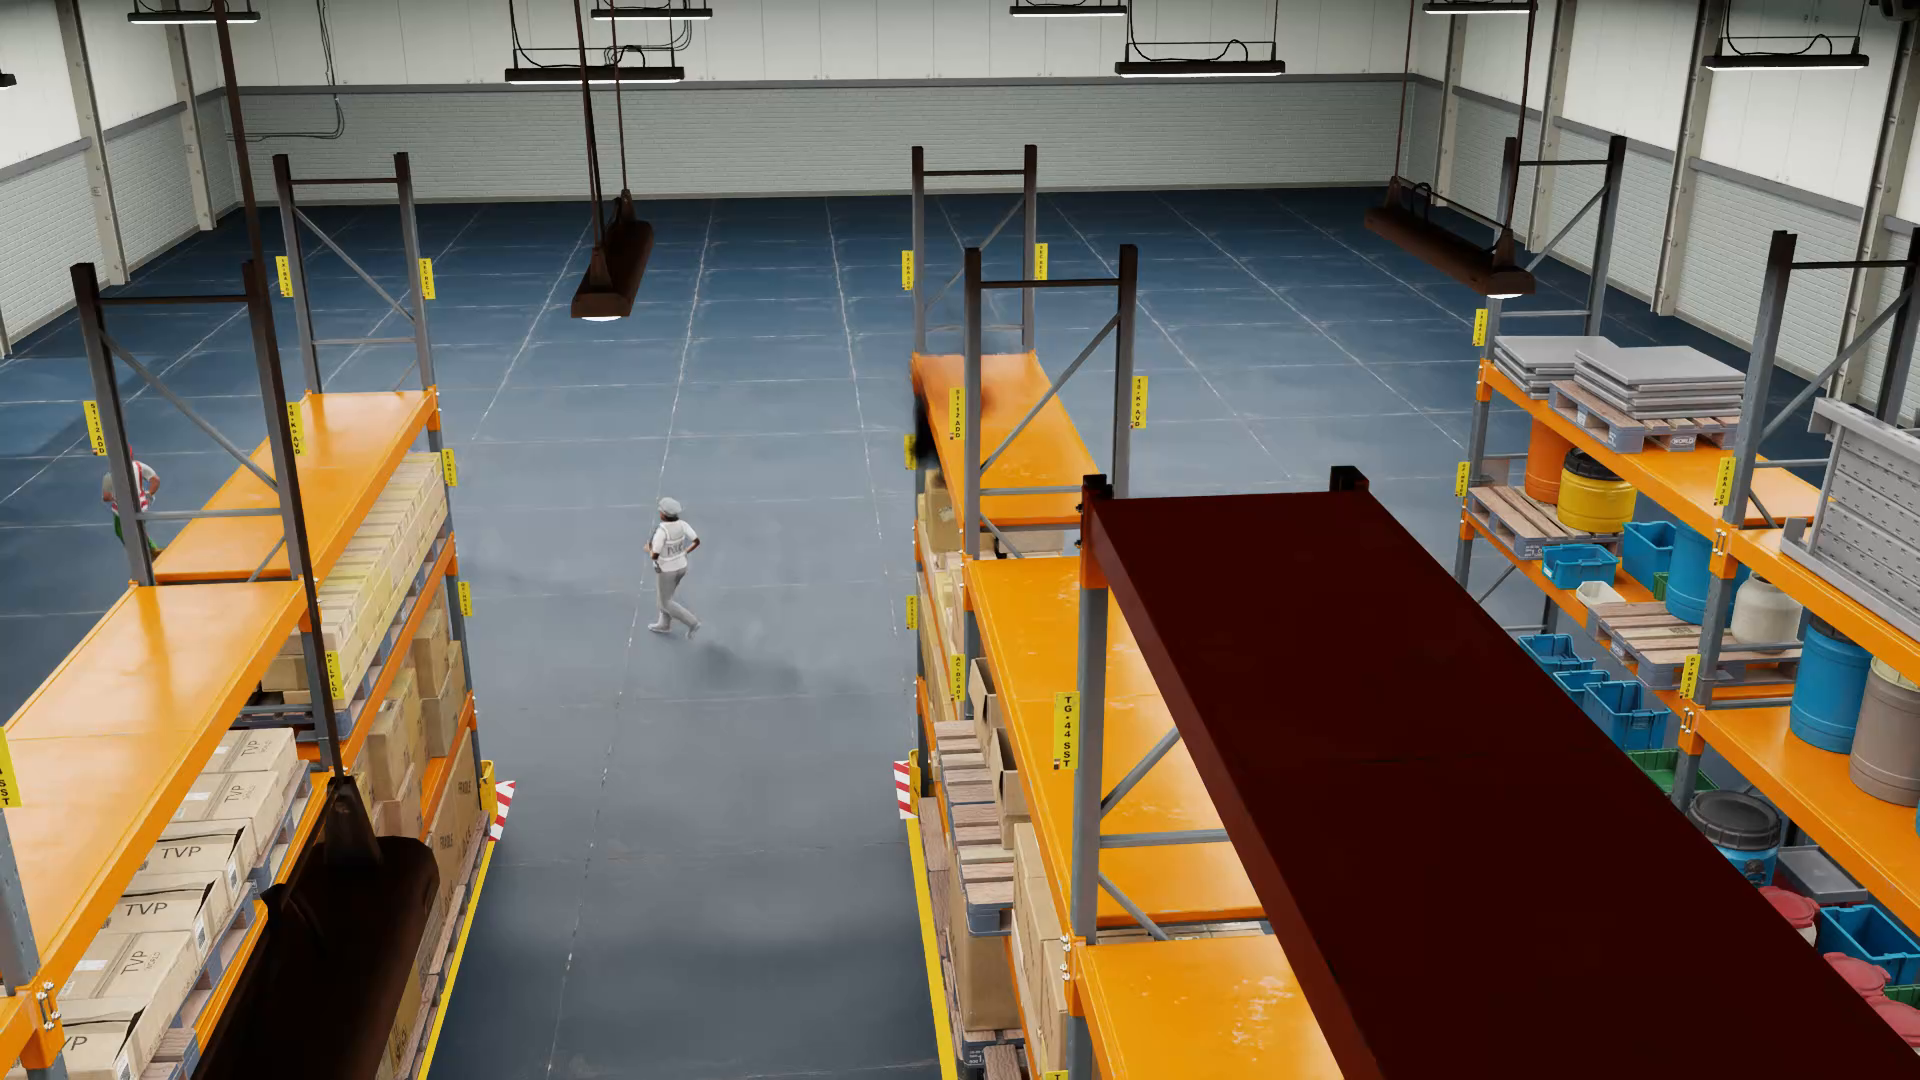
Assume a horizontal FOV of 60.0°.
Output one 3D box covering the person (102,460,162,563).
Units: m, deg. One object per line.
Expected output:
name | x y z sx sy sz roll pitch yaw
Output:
person | -10.128 -0.387 20.245 0.581 1.739 0.652 12 25 28

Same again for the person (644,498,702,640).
person | -3.201 0.322 18.534 0.871 1.670 0.587 13 25 30
